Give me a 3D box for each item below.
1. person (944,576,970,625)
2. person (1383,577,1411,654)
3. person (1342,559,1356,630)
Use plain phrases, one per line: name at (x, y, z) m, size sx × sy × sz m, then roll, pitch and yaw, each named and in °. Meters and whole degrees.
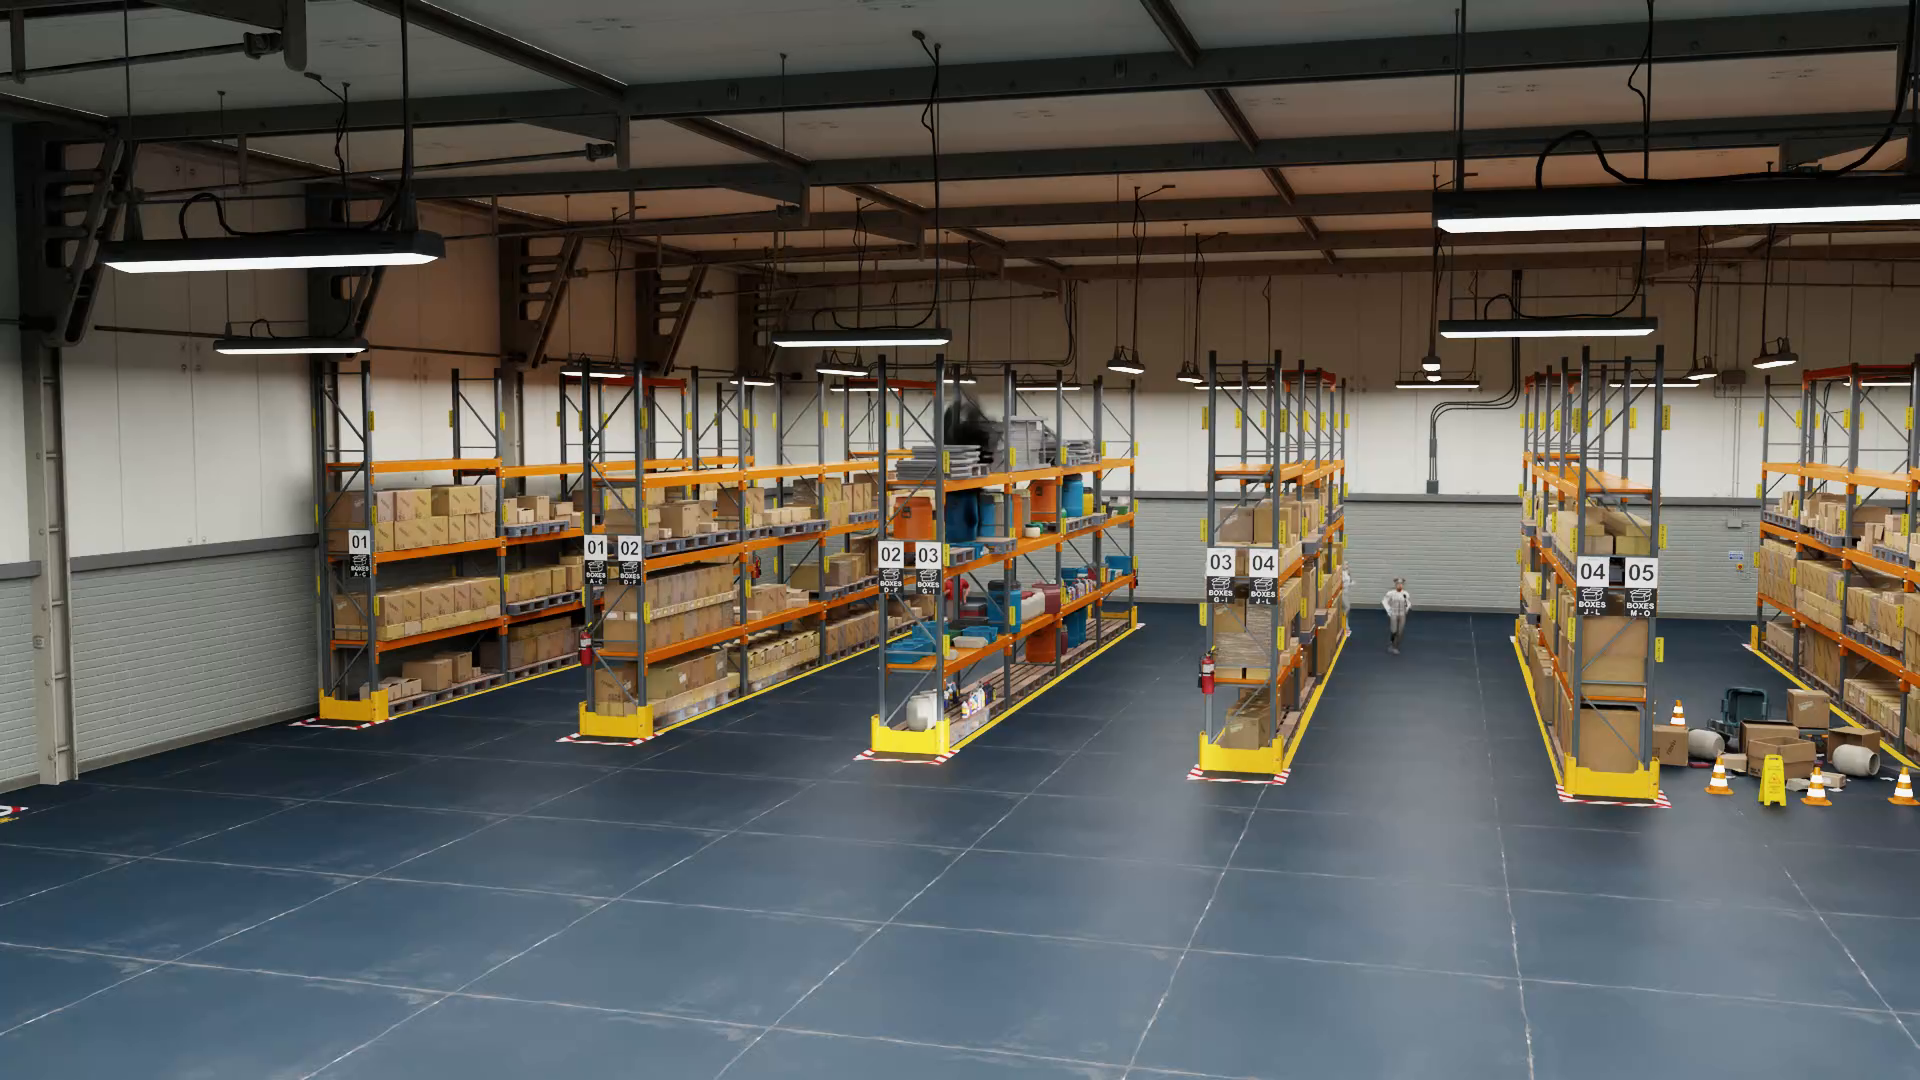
person at (-0.125, 1.503, 37.068) m, size 0.640 × 1.795 × 0.754 m, roll 1°, pitch 4°, yaw 8°
person at (9.366, 1.622, 35.564) m, size 0.588 × 1.653 × 0.584 m, roll 0°, pitch 4°, yaw 4°
person at (9.164, 1.313, 40.117) m, size 0.773 × 1.743 × 0.625 m, roll 3°, pitch 5°, yaw 40°
